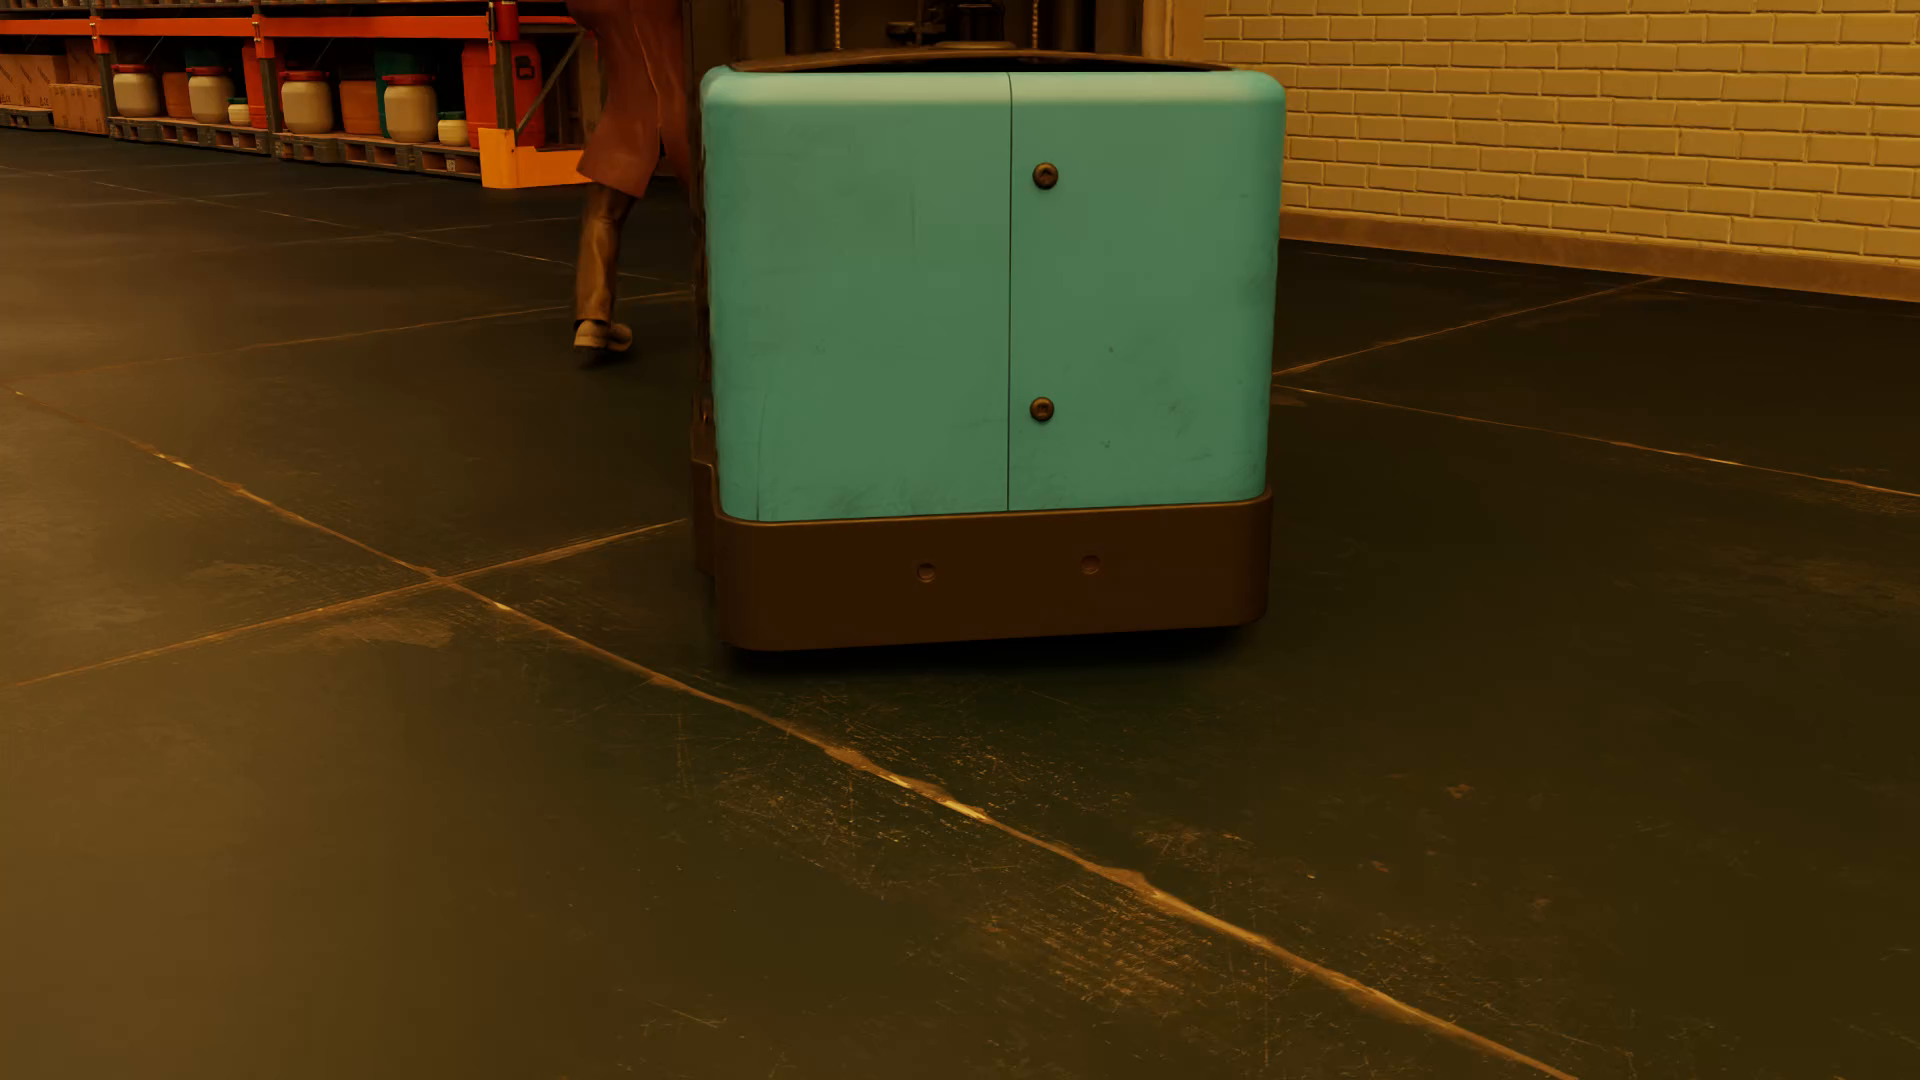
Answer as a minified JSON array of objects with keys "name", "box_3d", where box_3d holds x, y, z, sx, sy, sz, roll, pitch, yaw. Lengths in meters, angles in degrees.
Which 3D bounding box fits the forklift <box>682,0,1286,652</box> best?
[{"name":"forklift","box_3d":[-0.147,-1.590,4.077,1.130,2.935,3.031,-3,17,-9]}]

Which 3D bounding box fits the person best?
[{"name":"person","box_3d":[-0.970,-1.521,6.039,0.863,1.623,0.936,0,17,0]}]
